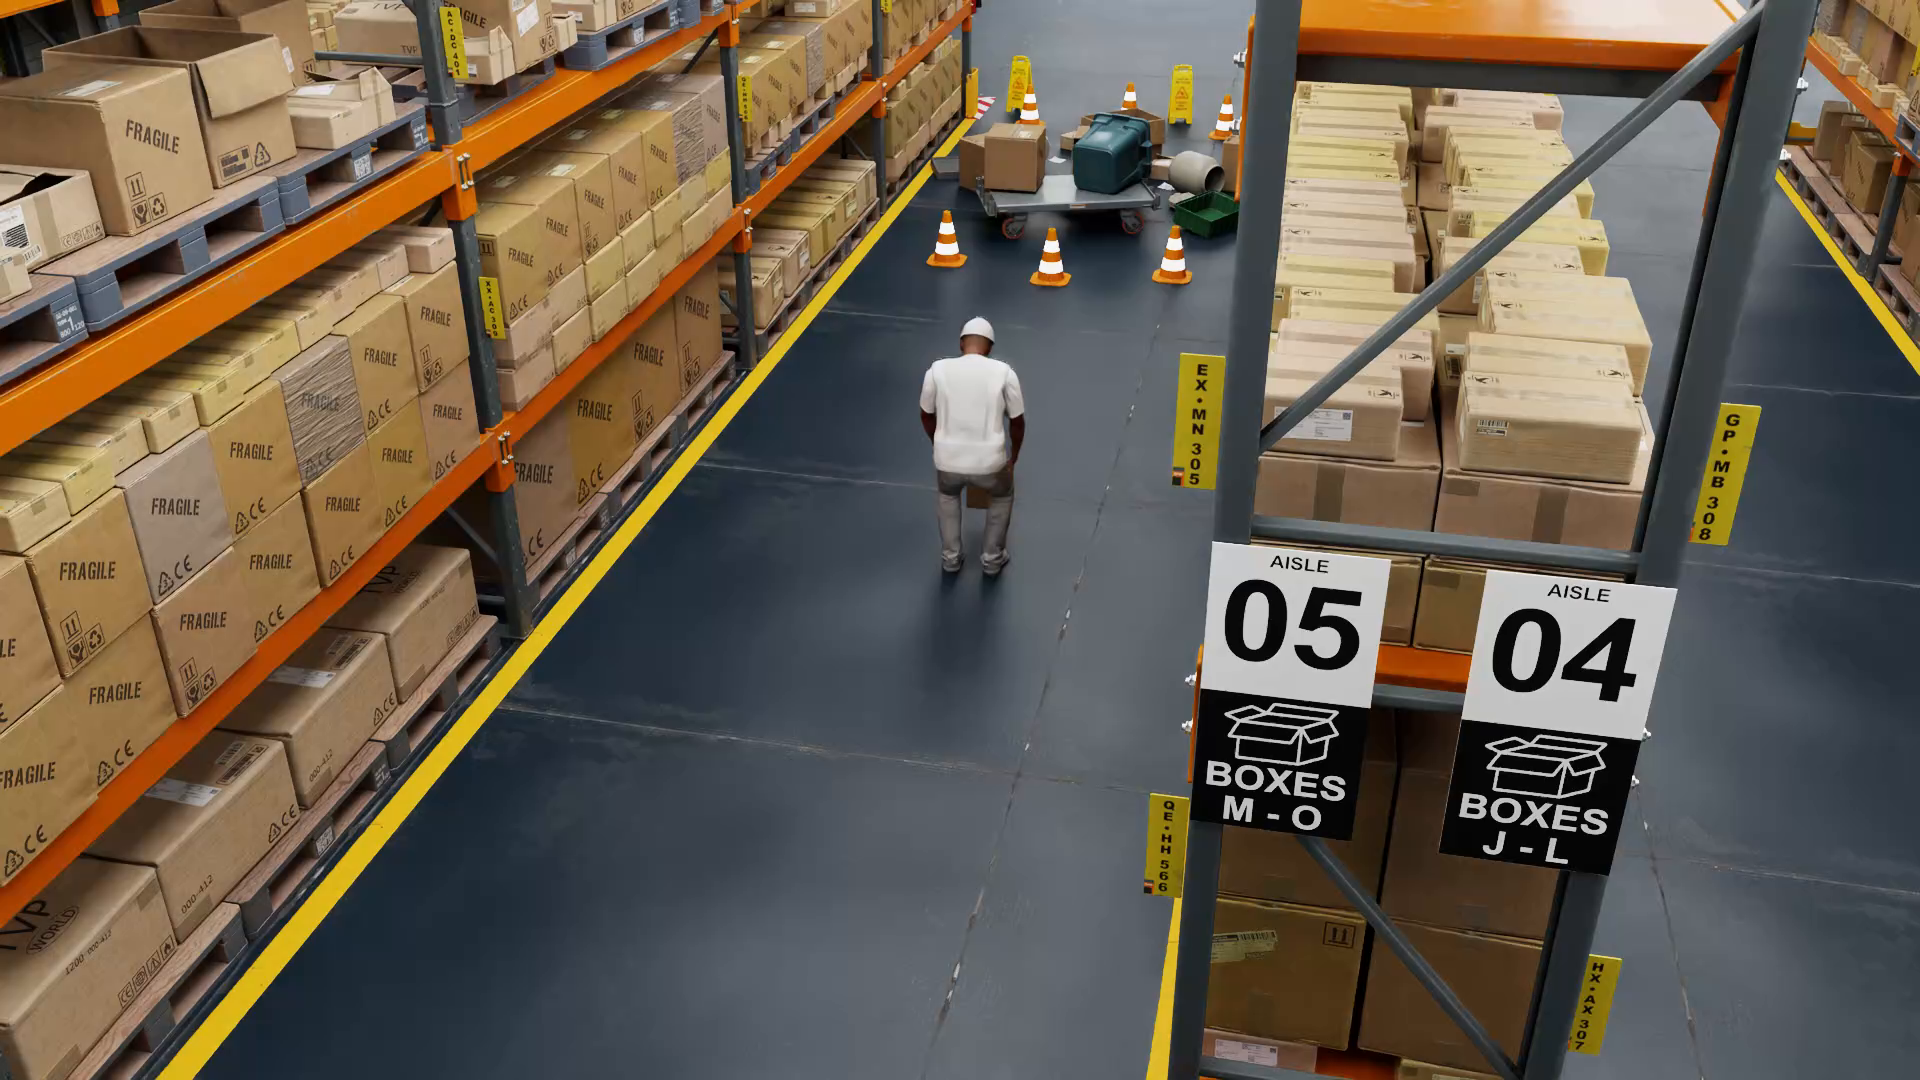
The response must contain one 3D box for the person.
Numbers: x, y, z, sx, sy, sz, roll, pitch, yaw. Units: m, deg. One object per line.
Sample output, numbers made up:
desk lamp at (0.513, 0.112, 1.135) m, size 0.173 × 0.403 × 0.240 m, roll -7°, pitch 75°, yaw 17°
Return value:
person at (0.058, -0.532, 9.860) m, size 0.629 × 1.490 × 0.708 m, roll 6°, pitch 29°, yaw 11°
